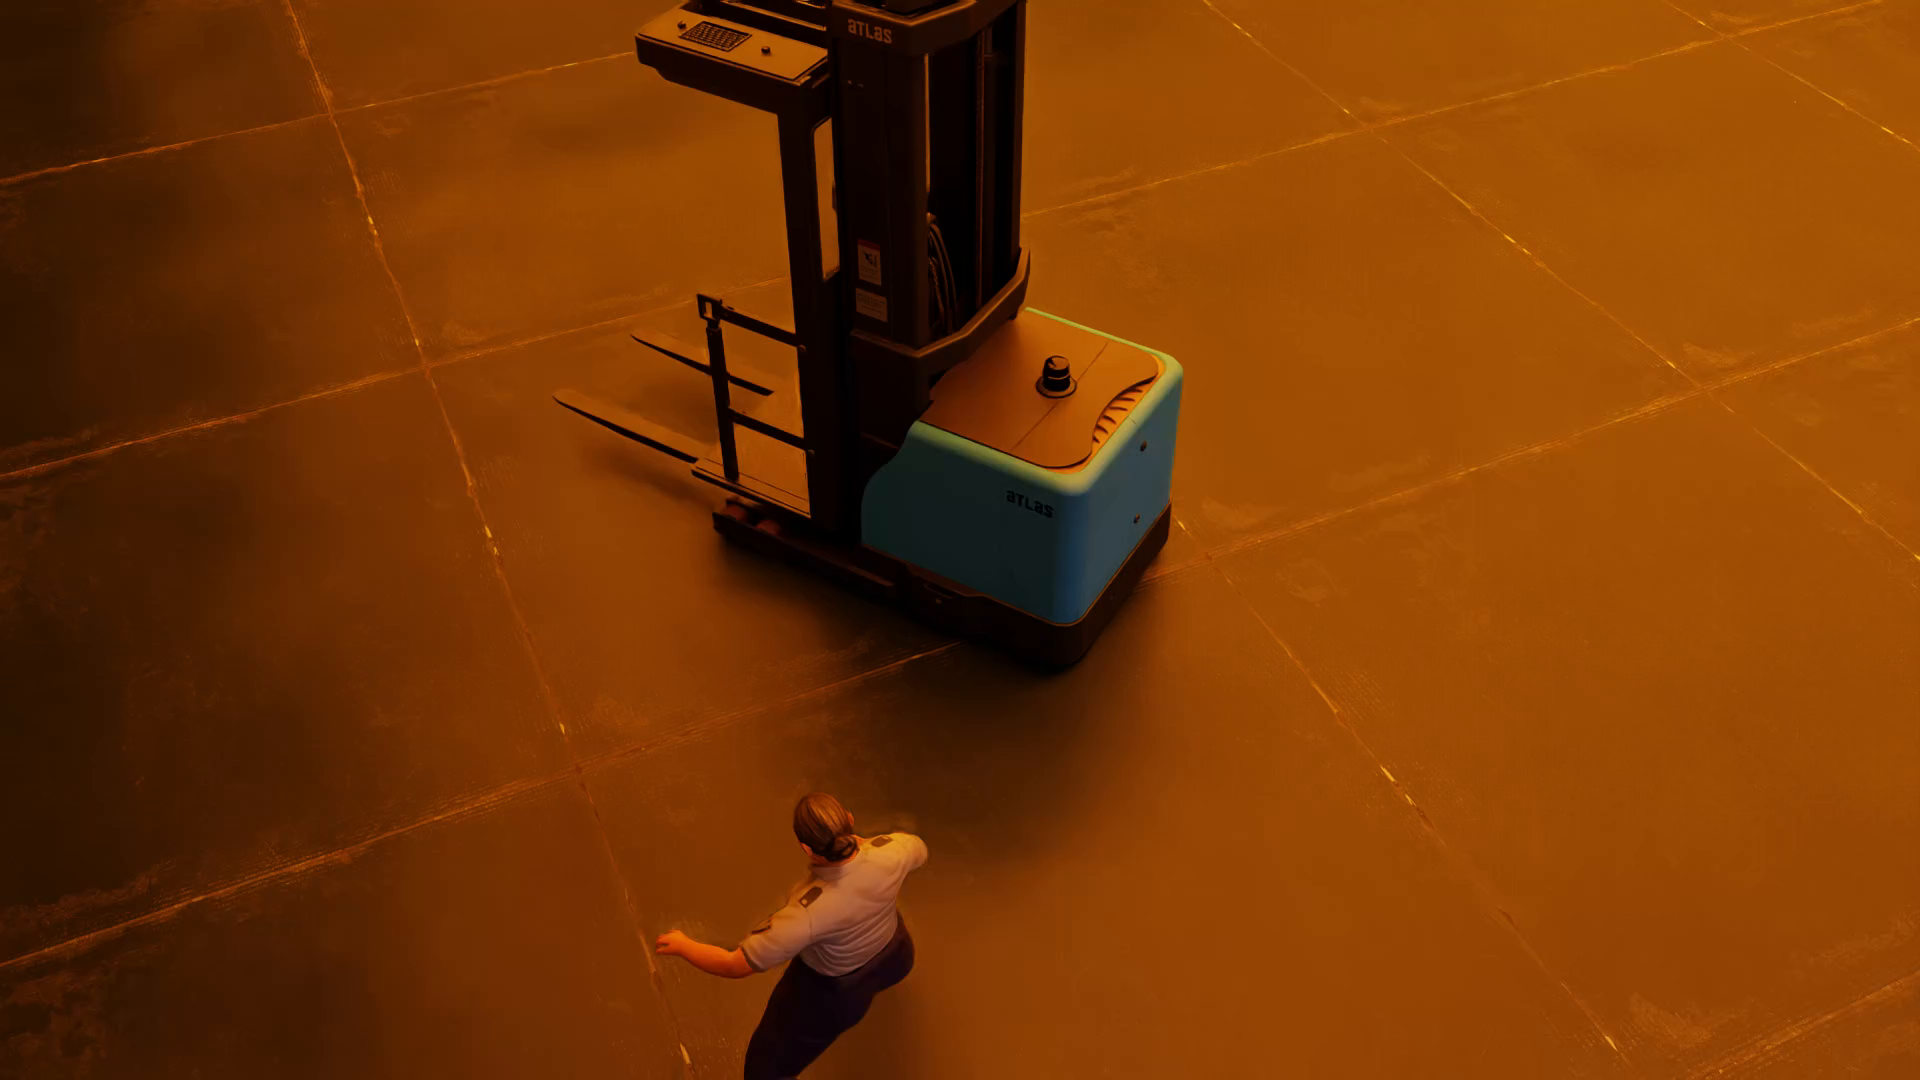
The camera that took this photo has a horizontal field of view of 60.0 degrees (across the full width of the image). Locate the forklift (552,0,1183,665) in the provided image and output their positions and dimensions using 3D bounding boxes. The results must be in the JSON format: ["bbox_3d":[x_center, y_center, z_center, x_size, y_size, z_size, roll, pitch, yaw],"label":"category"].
[{"bbox_3d":[-0.562,-1.291,7.064,3.031,2.935,1.130,22,47,22],"label":"forklift"}]

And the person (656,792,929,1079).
[{"bbox_3d":[-0.479,1.302,5.382,1.141,1.485,0.946,-33,52,-30],"label":"person"}]
